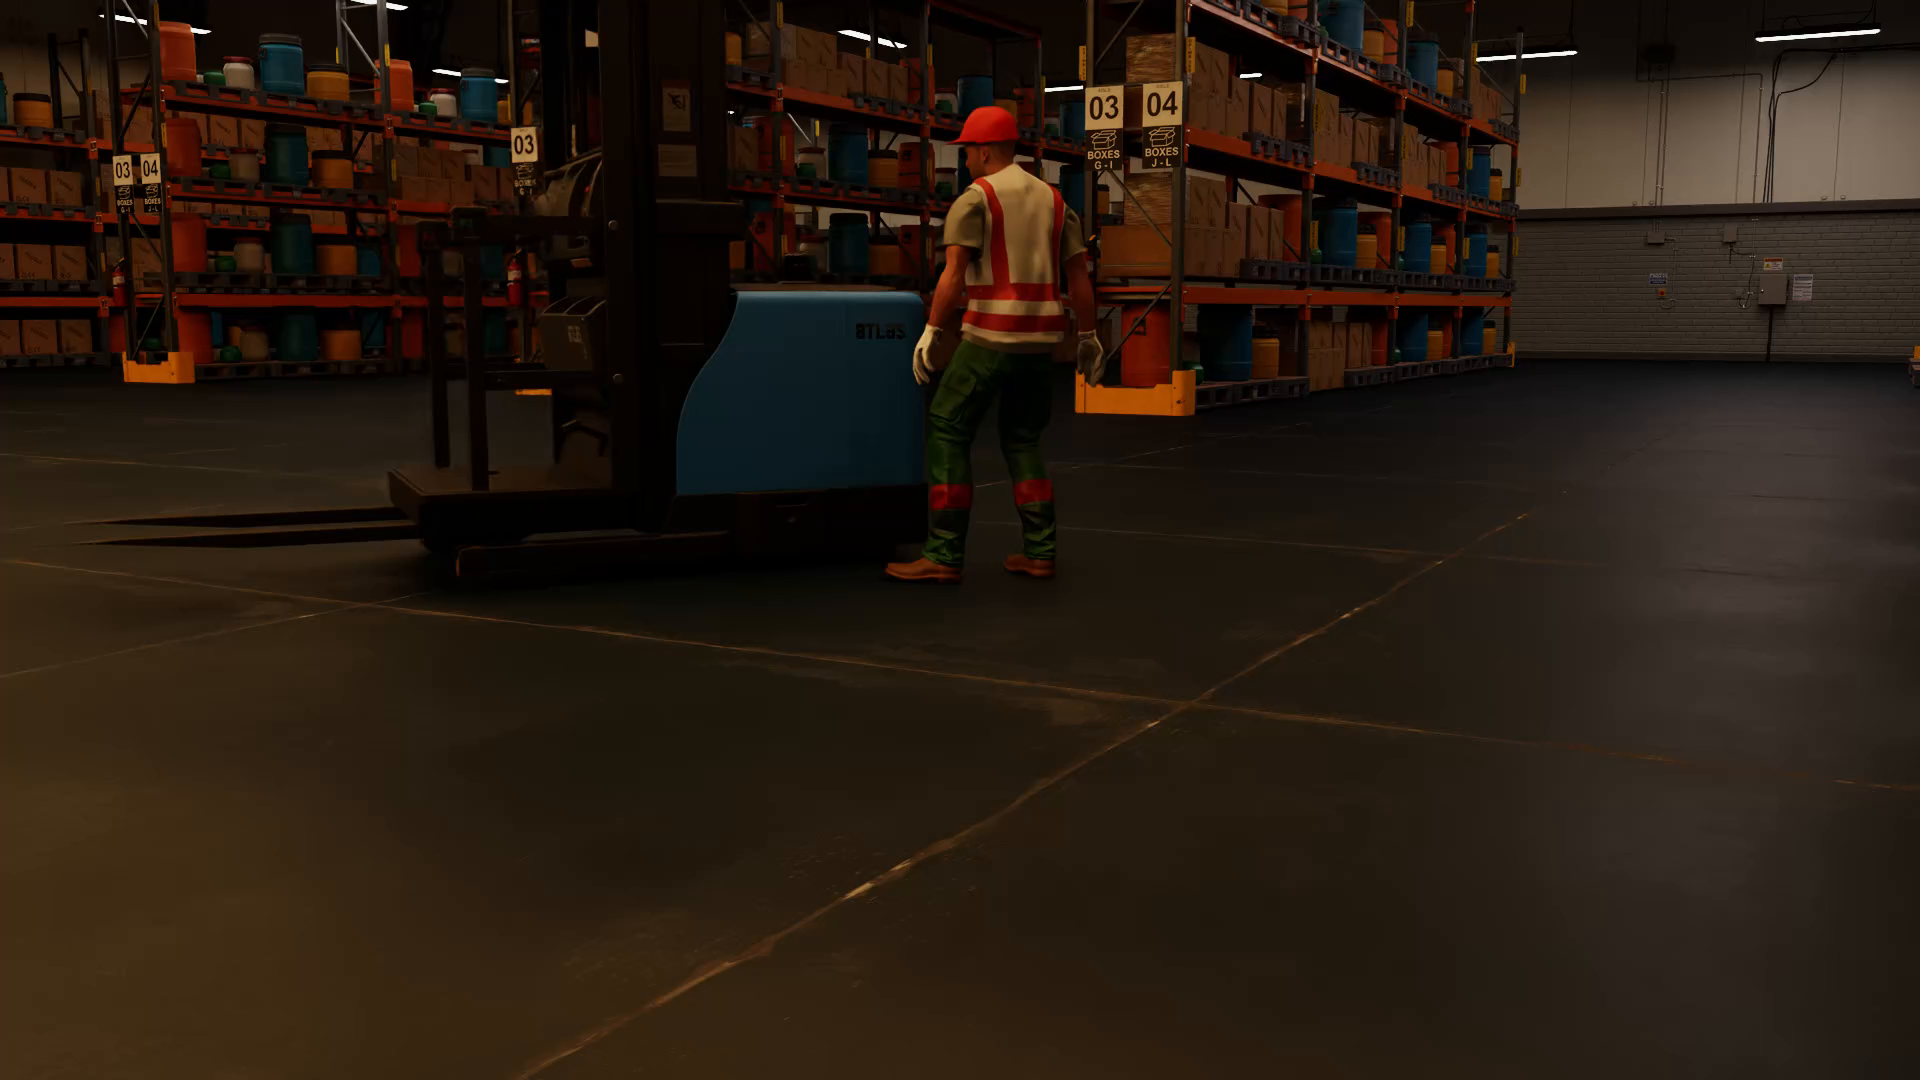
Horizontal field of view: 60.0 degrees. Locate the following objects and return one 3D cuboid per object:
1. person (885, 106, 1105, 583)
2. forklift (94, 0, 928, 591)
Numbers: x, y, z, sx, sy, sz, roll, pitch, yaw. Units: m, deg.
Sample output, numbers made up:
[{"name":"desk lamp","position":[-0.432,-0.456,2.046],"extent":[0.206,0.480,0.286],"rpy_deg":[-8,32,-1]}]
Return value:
[{"name":"person","position":[0.139,-0.736,6.244],"extent":[0.848,1.750,0.430],"rpy_deg":[-6,10,-37]},{"name":"forklift","position":[-1.690,-1.351,6.379],"extent":[3.031,2.935,1.130],"rpy_deg":[-4,9,-25]}]
